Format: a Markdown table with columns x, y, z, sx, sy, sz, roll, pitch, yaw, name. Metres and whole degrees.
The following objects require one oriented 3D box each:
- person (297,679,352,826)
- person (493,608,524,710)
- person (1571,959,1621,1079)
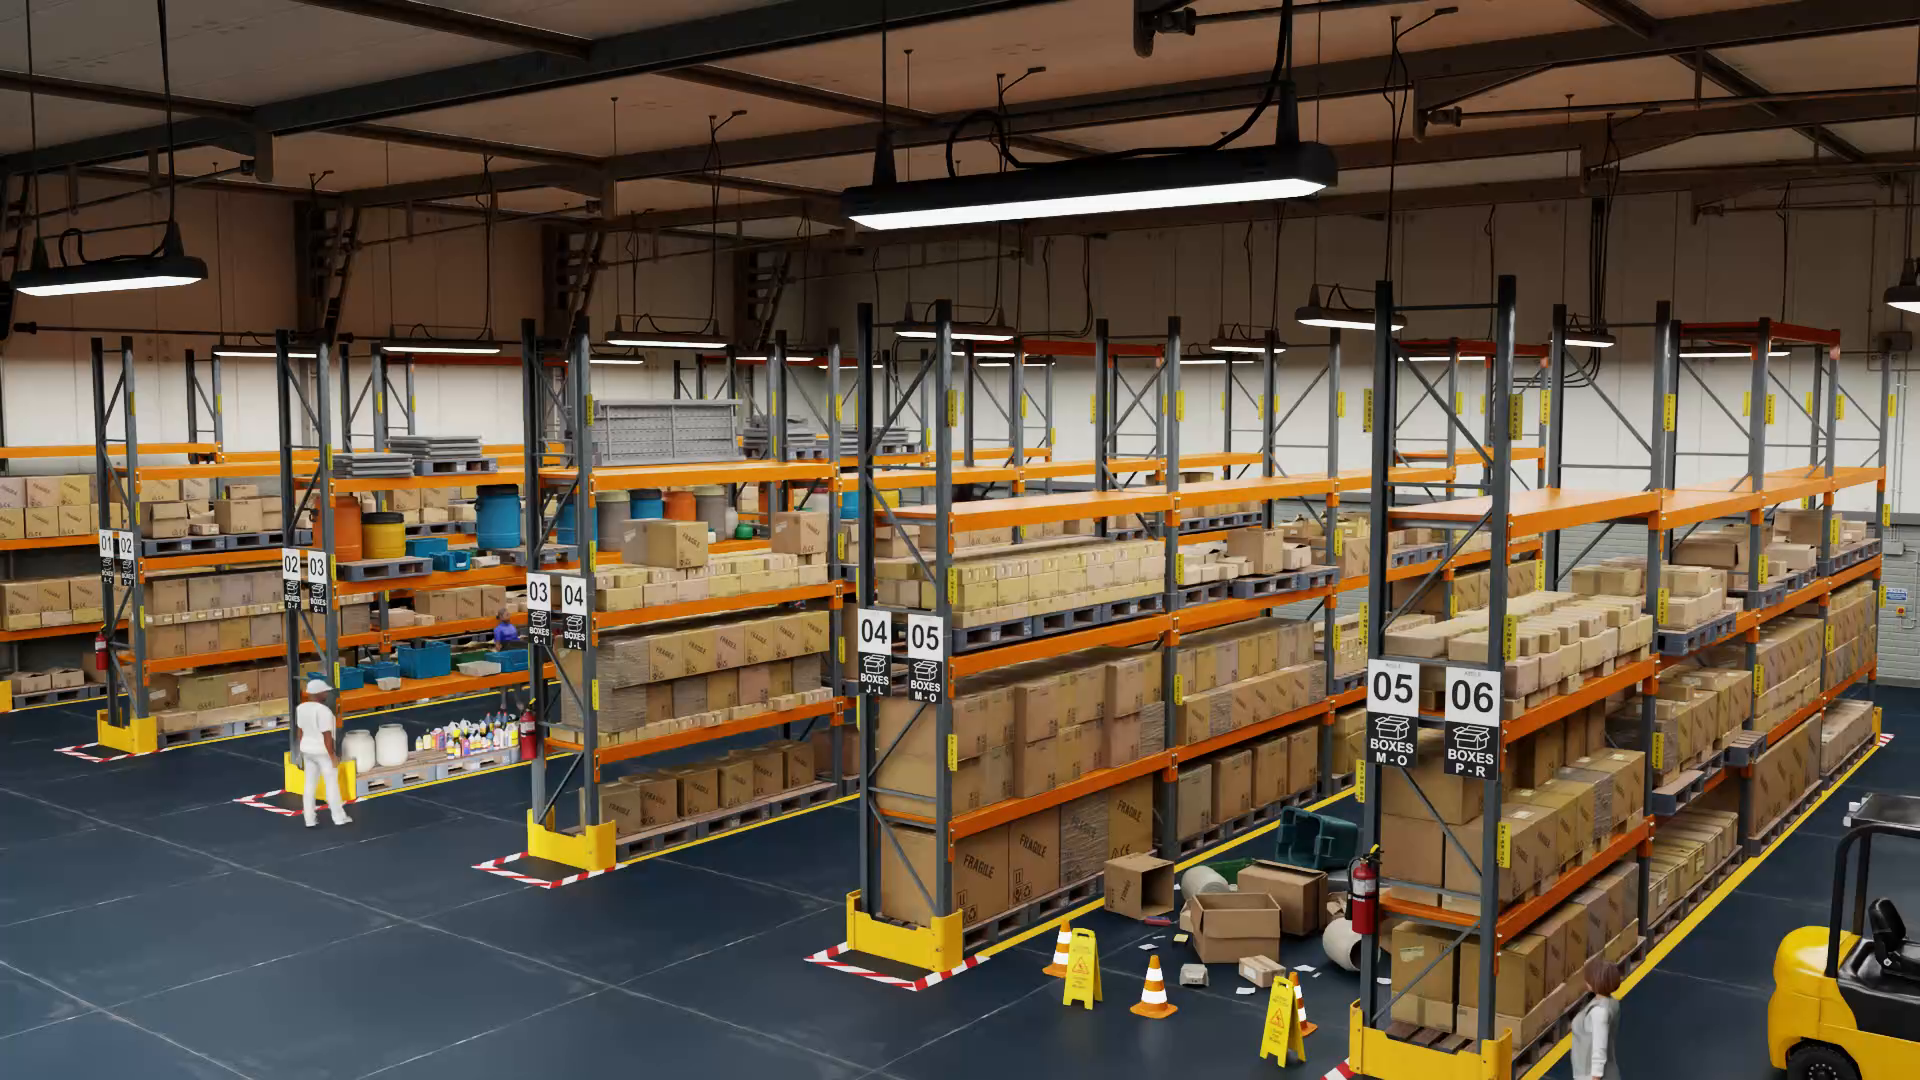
| x | y | z | sx | sy | sz | roll | pitch | yaw | name |
| --- | --- | --- | --- | --- | --- | --- | --- | --- | --- |
| -7.639 | 2.541 | 19.978 | 0.605 | 1.777 | 0.530 | 3 | 6 | 27 | person |
| -7.405 | 1.970 | 27.417 | 0.530 | 1.678 | 0.536 | -3 | 6 | -30 | person |
| 3.968 | 3.451 | 10.521 | 0.397 | 1.606 | 0.506 | 2 | 5 | 21 | person |
